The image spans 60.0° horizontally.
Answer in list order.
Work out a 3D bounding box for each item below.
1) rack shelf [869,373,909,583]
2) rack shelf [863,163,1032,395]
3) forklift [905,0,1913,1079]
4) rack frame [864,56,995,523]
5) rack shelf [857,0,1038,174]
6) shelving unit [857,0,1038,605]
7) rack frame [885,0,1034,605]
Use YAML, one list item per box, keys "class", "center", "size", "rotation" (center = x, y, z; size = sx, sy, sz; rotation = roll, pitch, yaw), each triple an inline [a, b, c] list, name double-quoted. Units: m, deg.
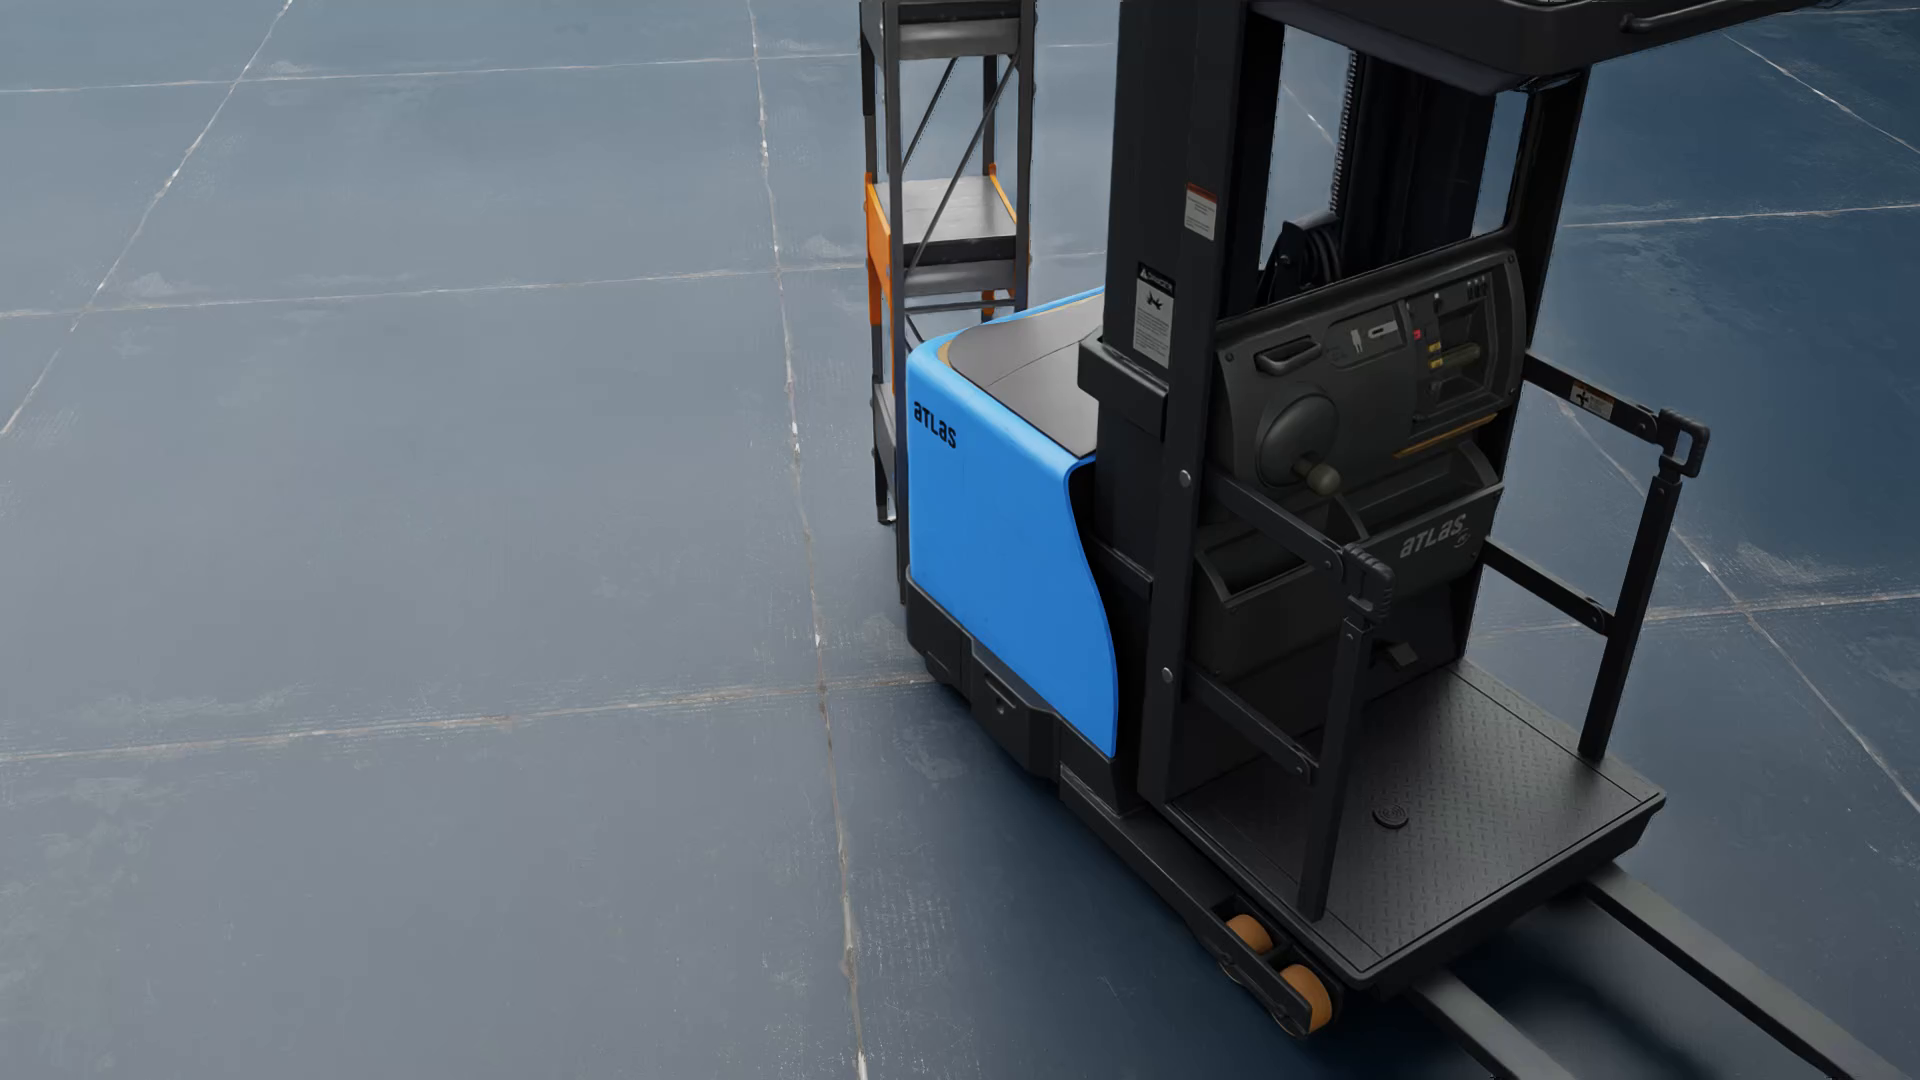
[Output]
- class: "rack shelf"
  center: [-0.046, -0.226, 5.485]
  size: [0.431, 0.518, 0.480]
  rotation: [-6, 35, -9]
- class: "rack shelf"
  center: [-0.046, -0.805, 5.091]
  size: [0.431, 0.518, 0.480]
  rotation: [-6, 35, -9]
- class: "forklift"
  center: [1.071, -0.329, 3.630]
  size: [1.130, 2.935, 3.031]
  rotation: [-21, 39, -27]
- class: "rack frame"
  center: [-0.092, -0.951, 5.281]
  size: [0.400, 2.100, 0.015]
  rotation: [-6, 35, -9]
- class: "rack shelf"
  center: [-0.046, -1.383, 4.696]
  size: [0.431, 0.518, 0.480]
  rotation: [-6, 35, -9]
- class: "shelving unit"
  center: [-0.046, -0.816, 5.083]
  size: [0.431, 2.100, 0.503]
  rotation: [-6, 35, -9]
- class: "rack frame"
  center: [0.000, -0.681, 4.885]
  size: [0.400, 2.100, 0.015]
  rotation: [-6, 35, -9]
